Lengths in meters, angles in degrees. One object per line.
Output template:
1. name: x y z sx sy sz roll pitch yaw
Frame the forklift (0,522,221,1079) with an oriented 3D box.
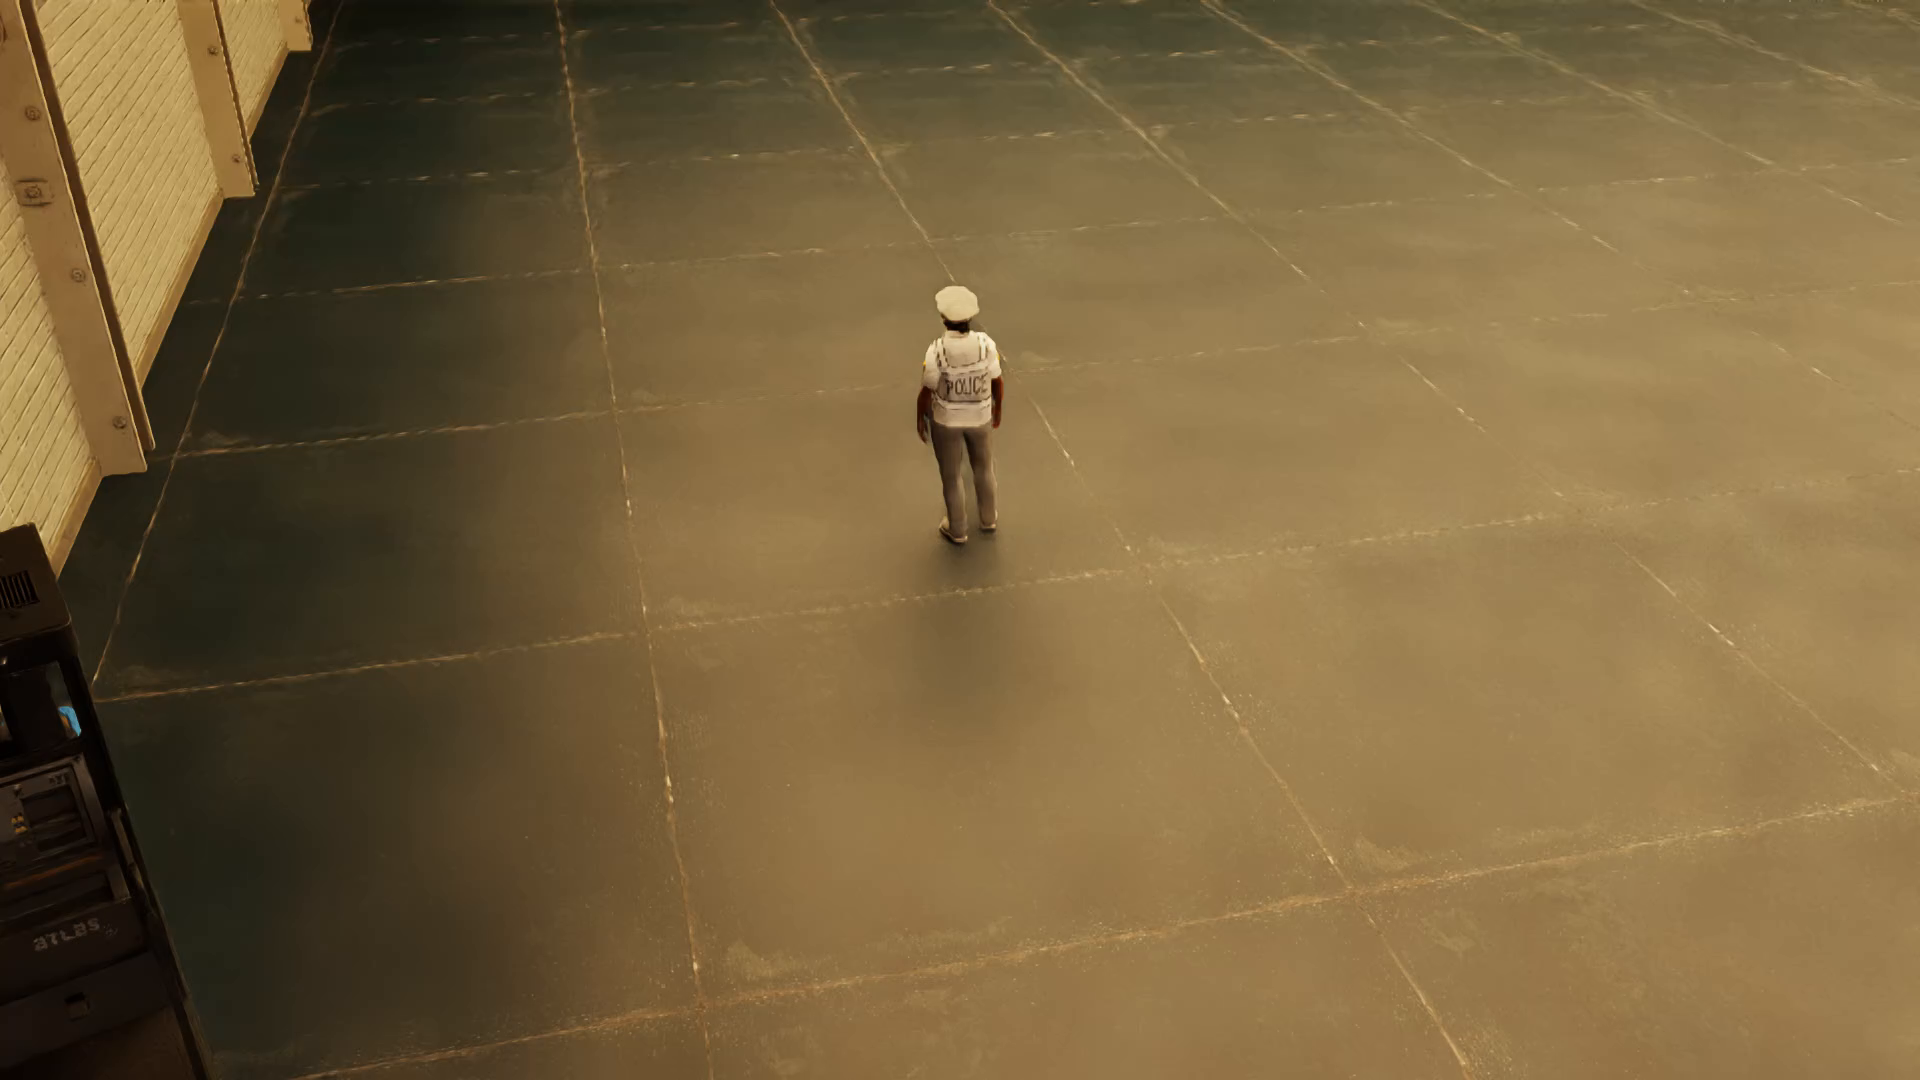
1. forklift: -3.417 1.103 5.669 1.130 2.935 3.031 -18 35 -29

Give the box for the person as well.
1. person: 0.001 -0.779 10.139 0.570 1.695 0.529 -7 31 -12
